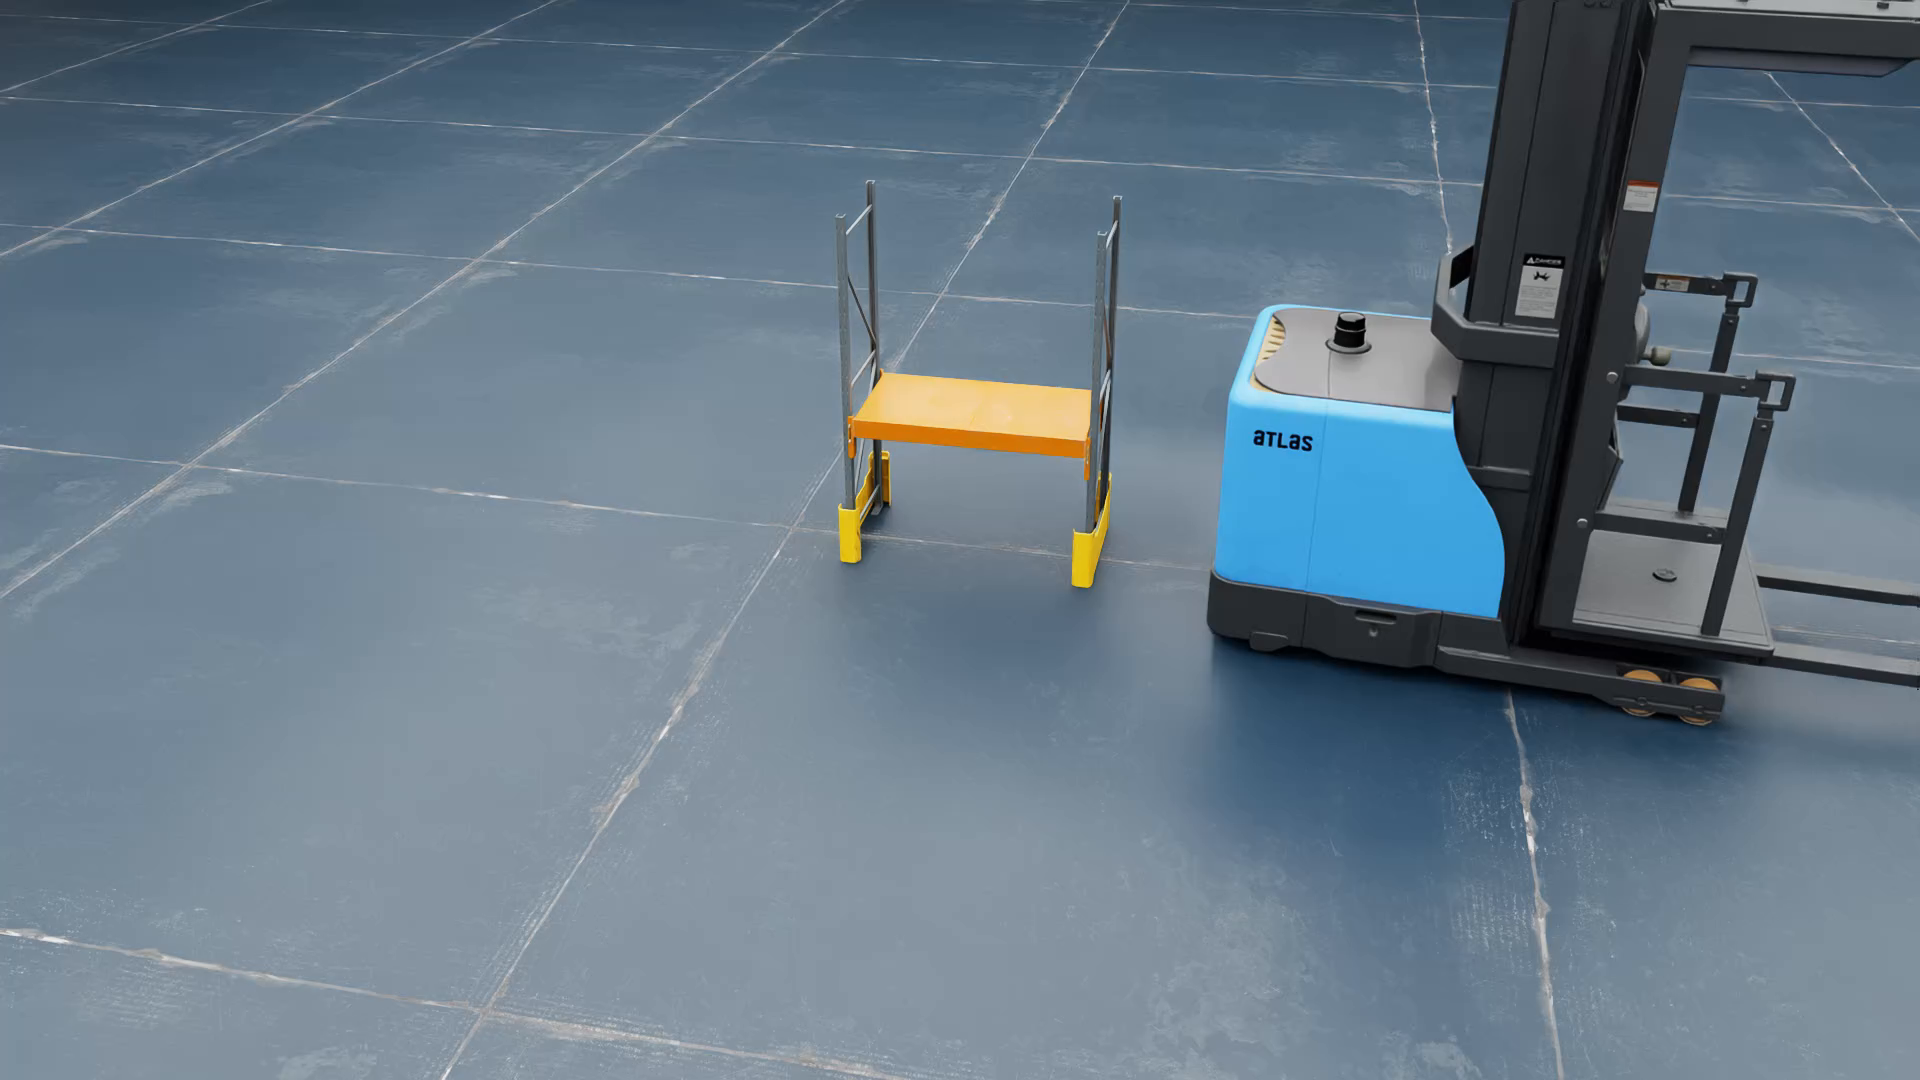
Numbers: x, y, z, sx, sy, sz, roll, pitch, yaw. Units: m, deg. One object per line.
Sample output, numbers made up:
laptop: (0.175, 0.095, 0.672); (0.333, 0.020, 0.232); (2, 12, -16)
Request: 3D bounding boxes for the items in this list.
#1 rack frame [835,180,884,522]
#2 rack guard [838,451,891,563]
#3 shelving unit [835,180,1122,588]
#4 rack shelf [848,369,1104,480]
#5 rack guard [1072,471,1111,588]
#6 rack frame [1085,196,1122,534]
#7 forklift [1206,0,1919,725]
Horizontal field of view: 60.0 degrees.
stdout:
rack frame: (-0.414, -0.700, 6.967); (0.032, 1.500, 0.500); (6, 29, 11)
rack guard: (-0.412, -0.152, 7.267); (0.087, 0.250, 0.587); (6, 29, 11)
shelving unit: (0.075, -0.650, 6.876); (1.083, 1.500, 0.587); (6, 29, 11)
rack shelf: (0.083, -0.492, 6.961); (1.000, 0.185, 0.538); (6, 29, 11)
rack guard: (0.562, -0.052, 7.085); (0.087, 0.250, 0.587); (6, 29, 11)
rack frame: (0.581, -0.598, 6.781); (0.032, 1.500, 0.500); (6, 29, 11)
forklift: (2.541, -0.901, 5.843); (3.031, 2.935, 1.130); (8, 30, 14)
